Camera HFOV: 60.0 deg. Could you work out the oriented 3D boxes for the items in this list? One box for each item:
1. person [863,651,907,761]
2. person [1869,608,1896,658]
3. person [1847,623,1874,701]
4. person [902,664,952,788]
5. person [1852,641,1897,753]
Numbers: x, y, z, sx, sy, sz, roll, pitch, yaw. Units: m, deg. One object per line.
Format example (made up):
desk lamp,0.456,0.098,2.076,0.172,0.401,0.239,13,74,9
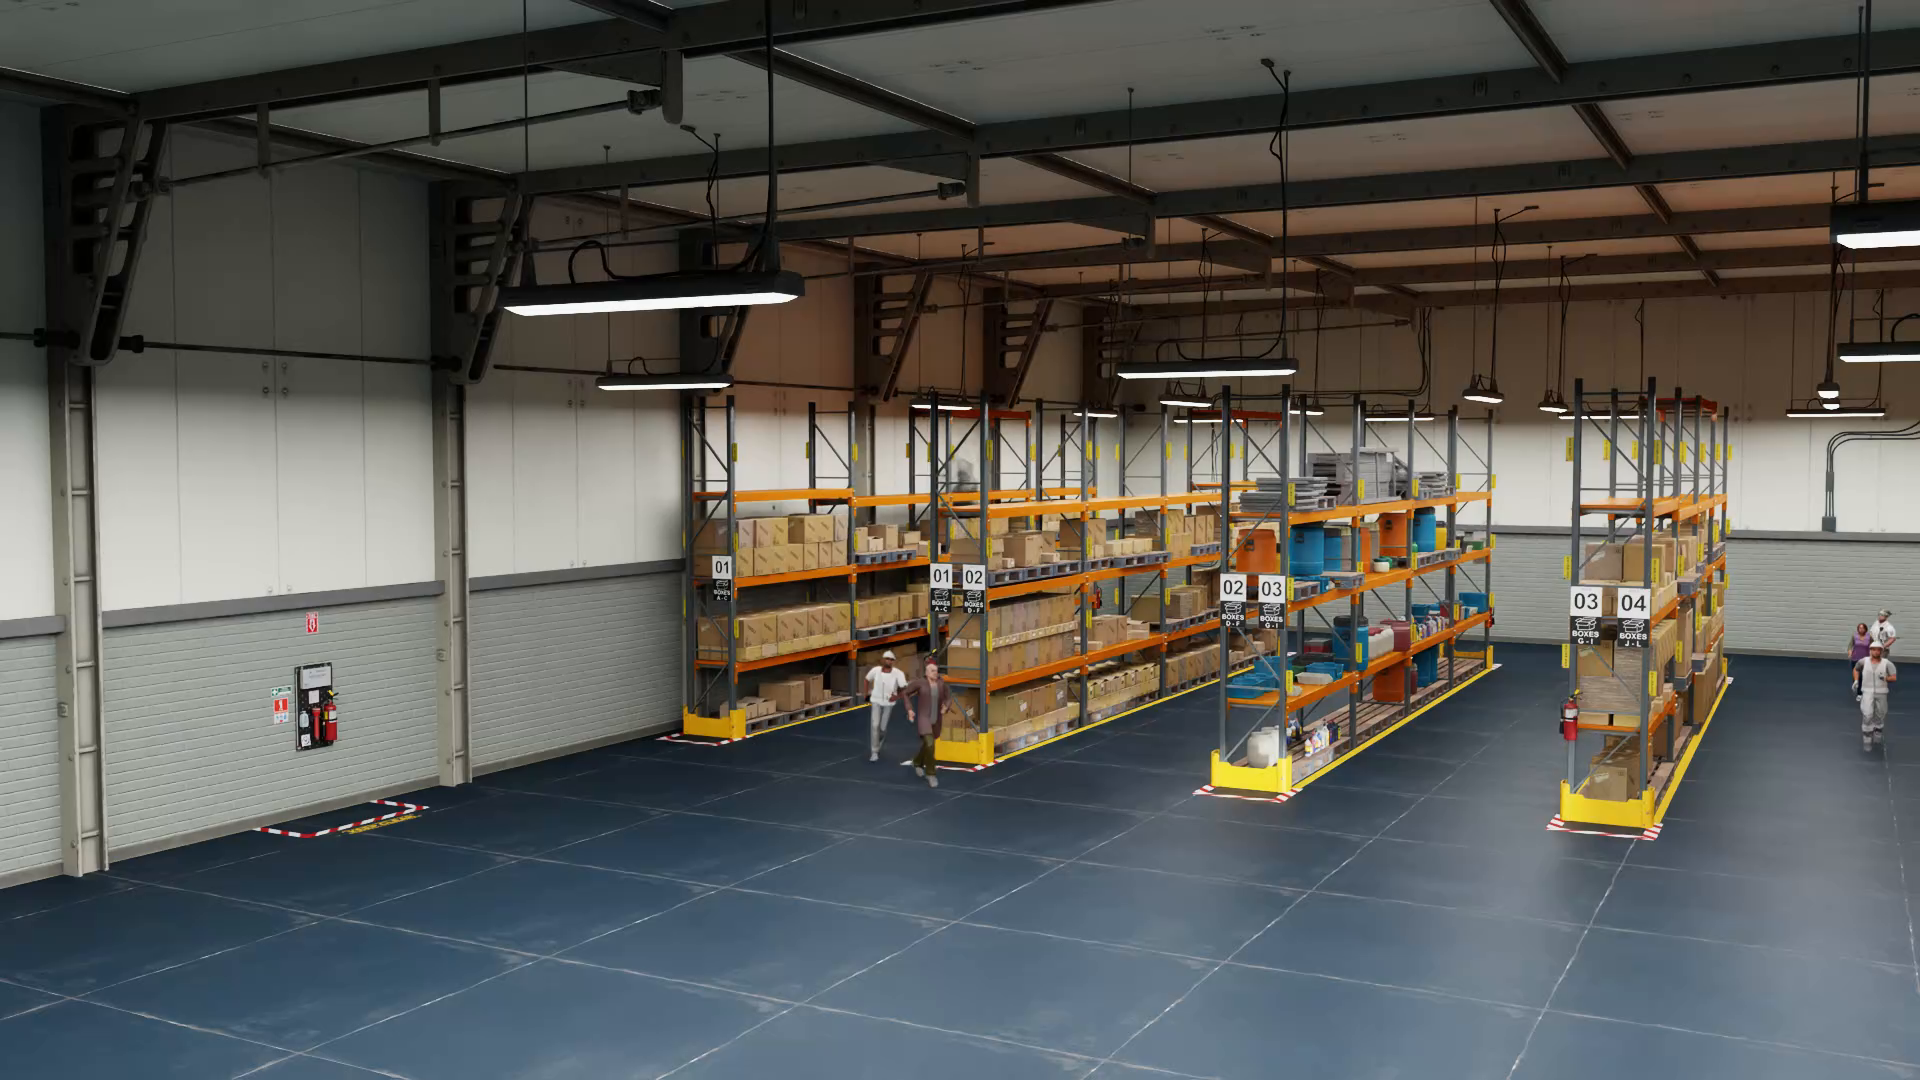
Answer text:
person,-1.233,2.696,27.342,0.731,1.757,0.823,0,3,0
person,19.496,2.293,35.282,0.548,1.707,0.699,-1,3,-13
person,18.289,2.453,33.736,0.526,1.574,0.756,2,3,30
person,-0.462,2.786,25.283,0.711,1.822,0.956,-2,4,-32
person,15.394,2.619,28.001,0.654,1.834,0.835,1,3,26
